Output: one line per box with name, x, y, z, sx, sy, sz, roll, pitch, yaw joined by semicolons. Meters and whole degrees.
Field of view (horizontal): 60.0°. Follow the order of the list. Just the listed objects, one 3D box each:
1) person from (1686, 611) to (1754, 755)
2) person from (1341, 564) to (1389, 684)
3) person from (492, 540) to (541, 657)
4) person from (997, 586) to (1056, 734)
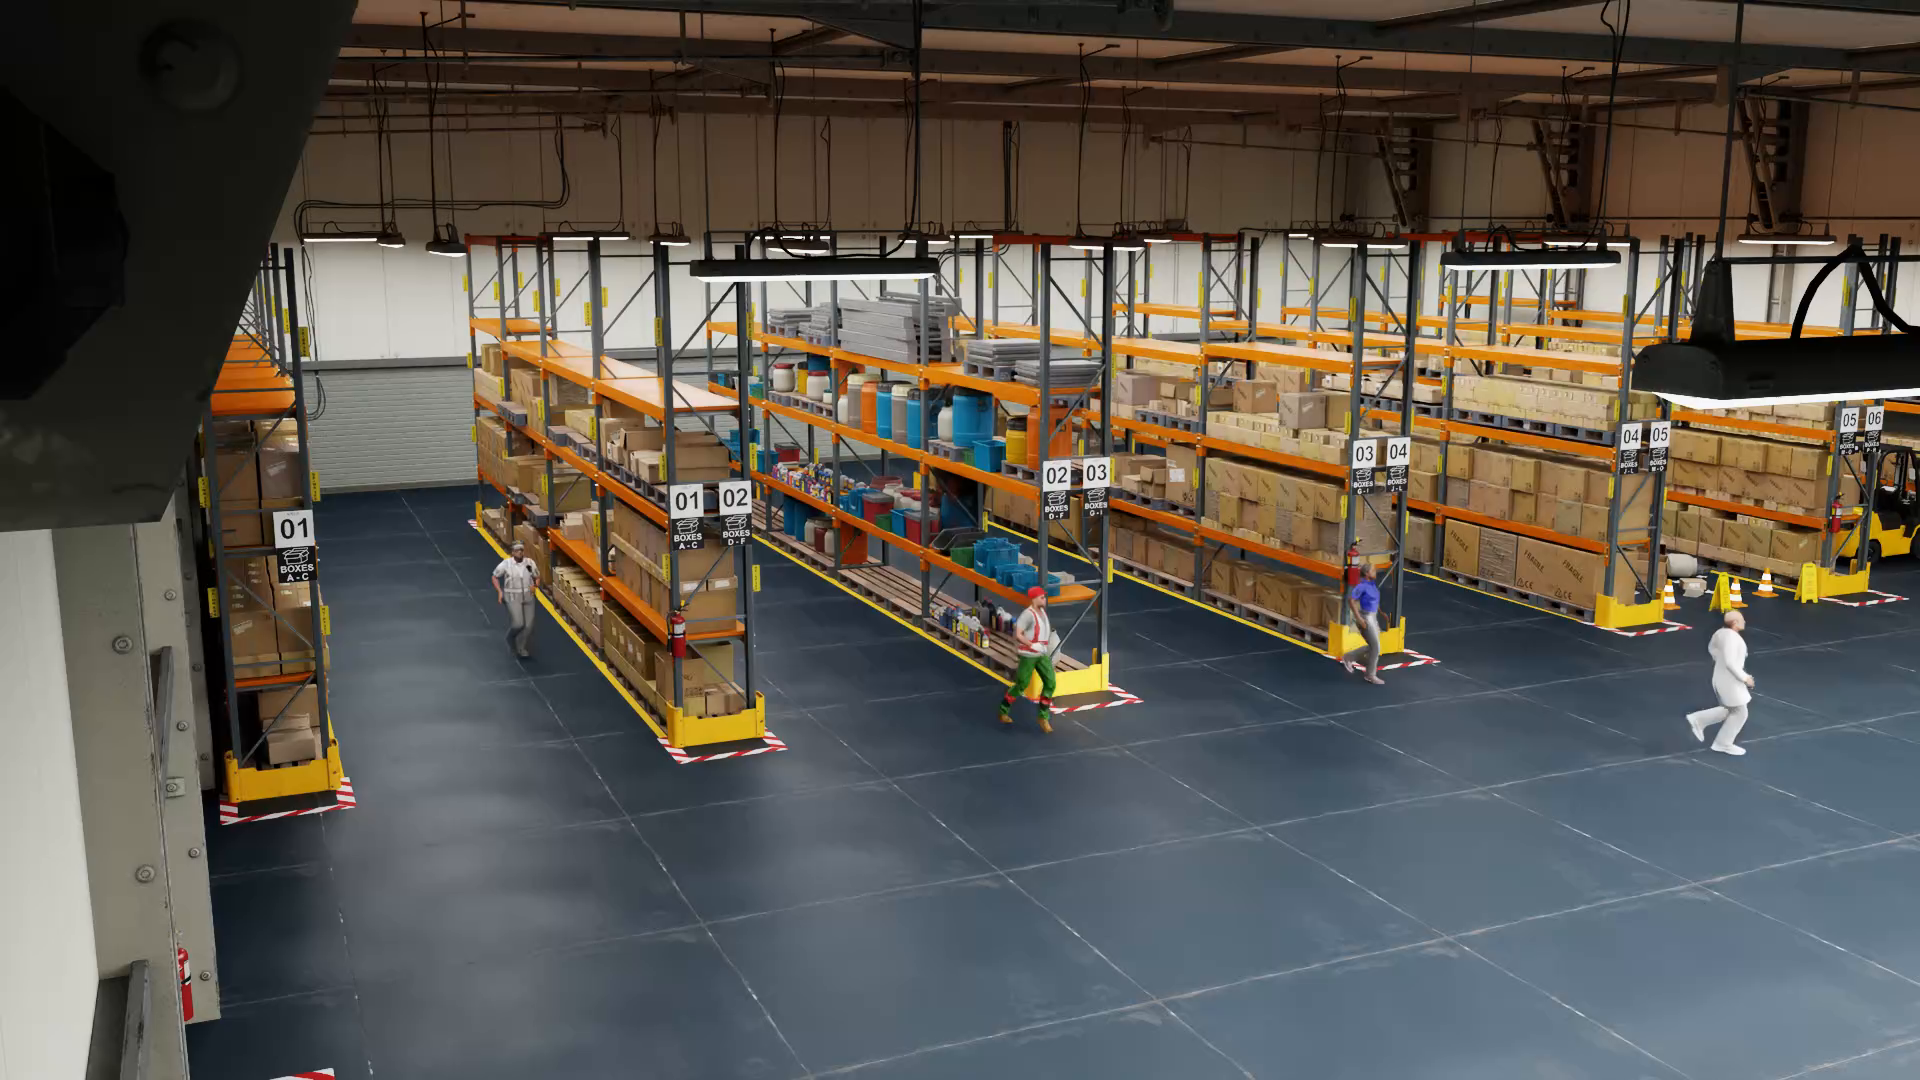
person;9.101;1.692;19.885;0.659;1.736;0.743;2;11;8
person;5.646;1.145;23.071;0.656;1.630;0.630;8;13;34
person;-6.367;0.857;24.098;0.658;1.739;0.602;-7;13;-32
person;0.930;1.478;20.910;0.778;1.804;0.722;9;14;38
